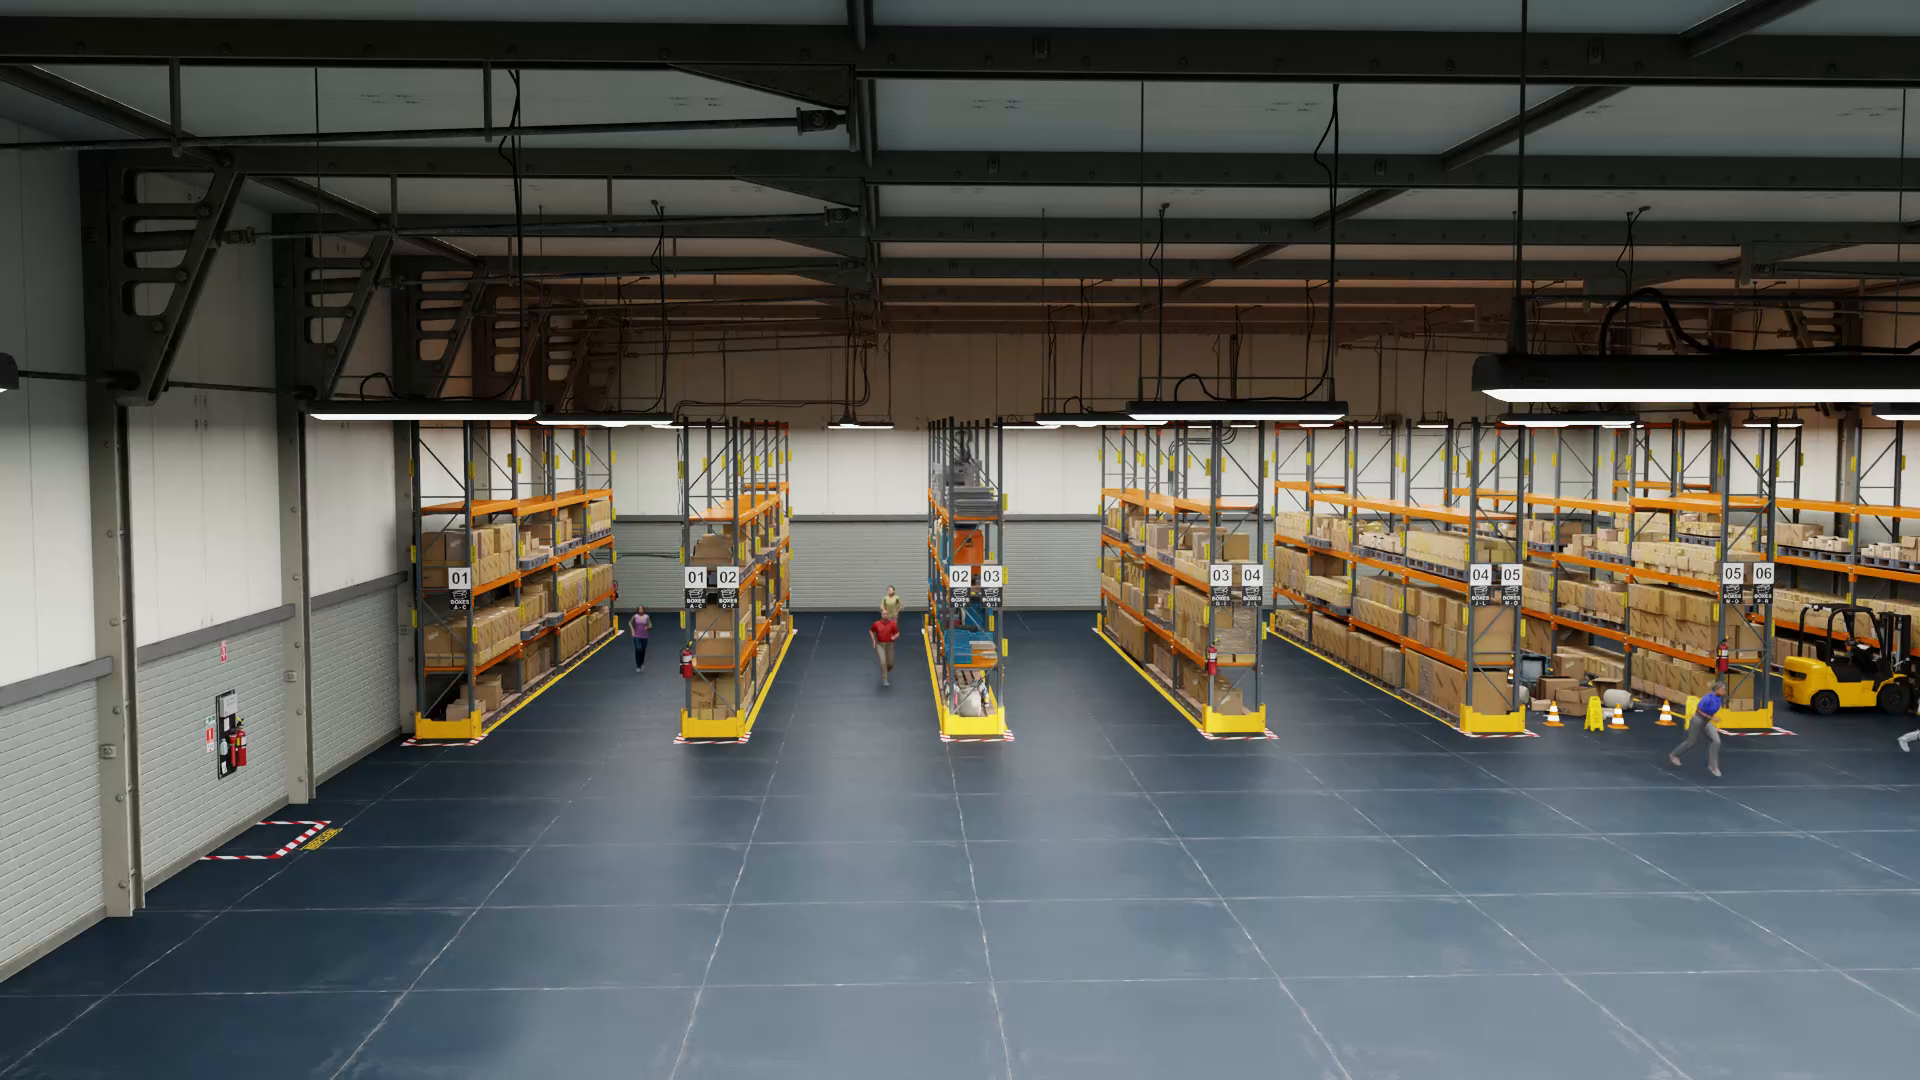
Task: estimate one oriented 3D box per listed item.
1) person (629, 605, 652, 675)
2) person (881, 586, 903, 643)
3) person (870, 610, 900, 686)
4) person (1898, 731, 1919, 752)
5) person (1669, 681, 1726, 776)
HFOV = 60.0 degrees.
[{"bbox_3d":[-7.573,2.350,39.476,0.522,1.647,0.736,-1,4,-17],"label":"person"},{"bbox_3d":[-1.804,2.037,44.134,0.574,1.639,0.583,0,4,-1],"label":"person"},{"bbox_3d":[-1.695,2.418,37.584,0.666,1.693,0.778,-1,4,-9],"label":"person"},{"bbox_3d":[16.846,3.056,28.936,0.646,1.630,0.960,-2,4,-34],"label":"person"},{"bbox_3d":[12.429,3.145,27.999,0.617,1.601,0.966,-3,5,-37],"label":"person"}]
